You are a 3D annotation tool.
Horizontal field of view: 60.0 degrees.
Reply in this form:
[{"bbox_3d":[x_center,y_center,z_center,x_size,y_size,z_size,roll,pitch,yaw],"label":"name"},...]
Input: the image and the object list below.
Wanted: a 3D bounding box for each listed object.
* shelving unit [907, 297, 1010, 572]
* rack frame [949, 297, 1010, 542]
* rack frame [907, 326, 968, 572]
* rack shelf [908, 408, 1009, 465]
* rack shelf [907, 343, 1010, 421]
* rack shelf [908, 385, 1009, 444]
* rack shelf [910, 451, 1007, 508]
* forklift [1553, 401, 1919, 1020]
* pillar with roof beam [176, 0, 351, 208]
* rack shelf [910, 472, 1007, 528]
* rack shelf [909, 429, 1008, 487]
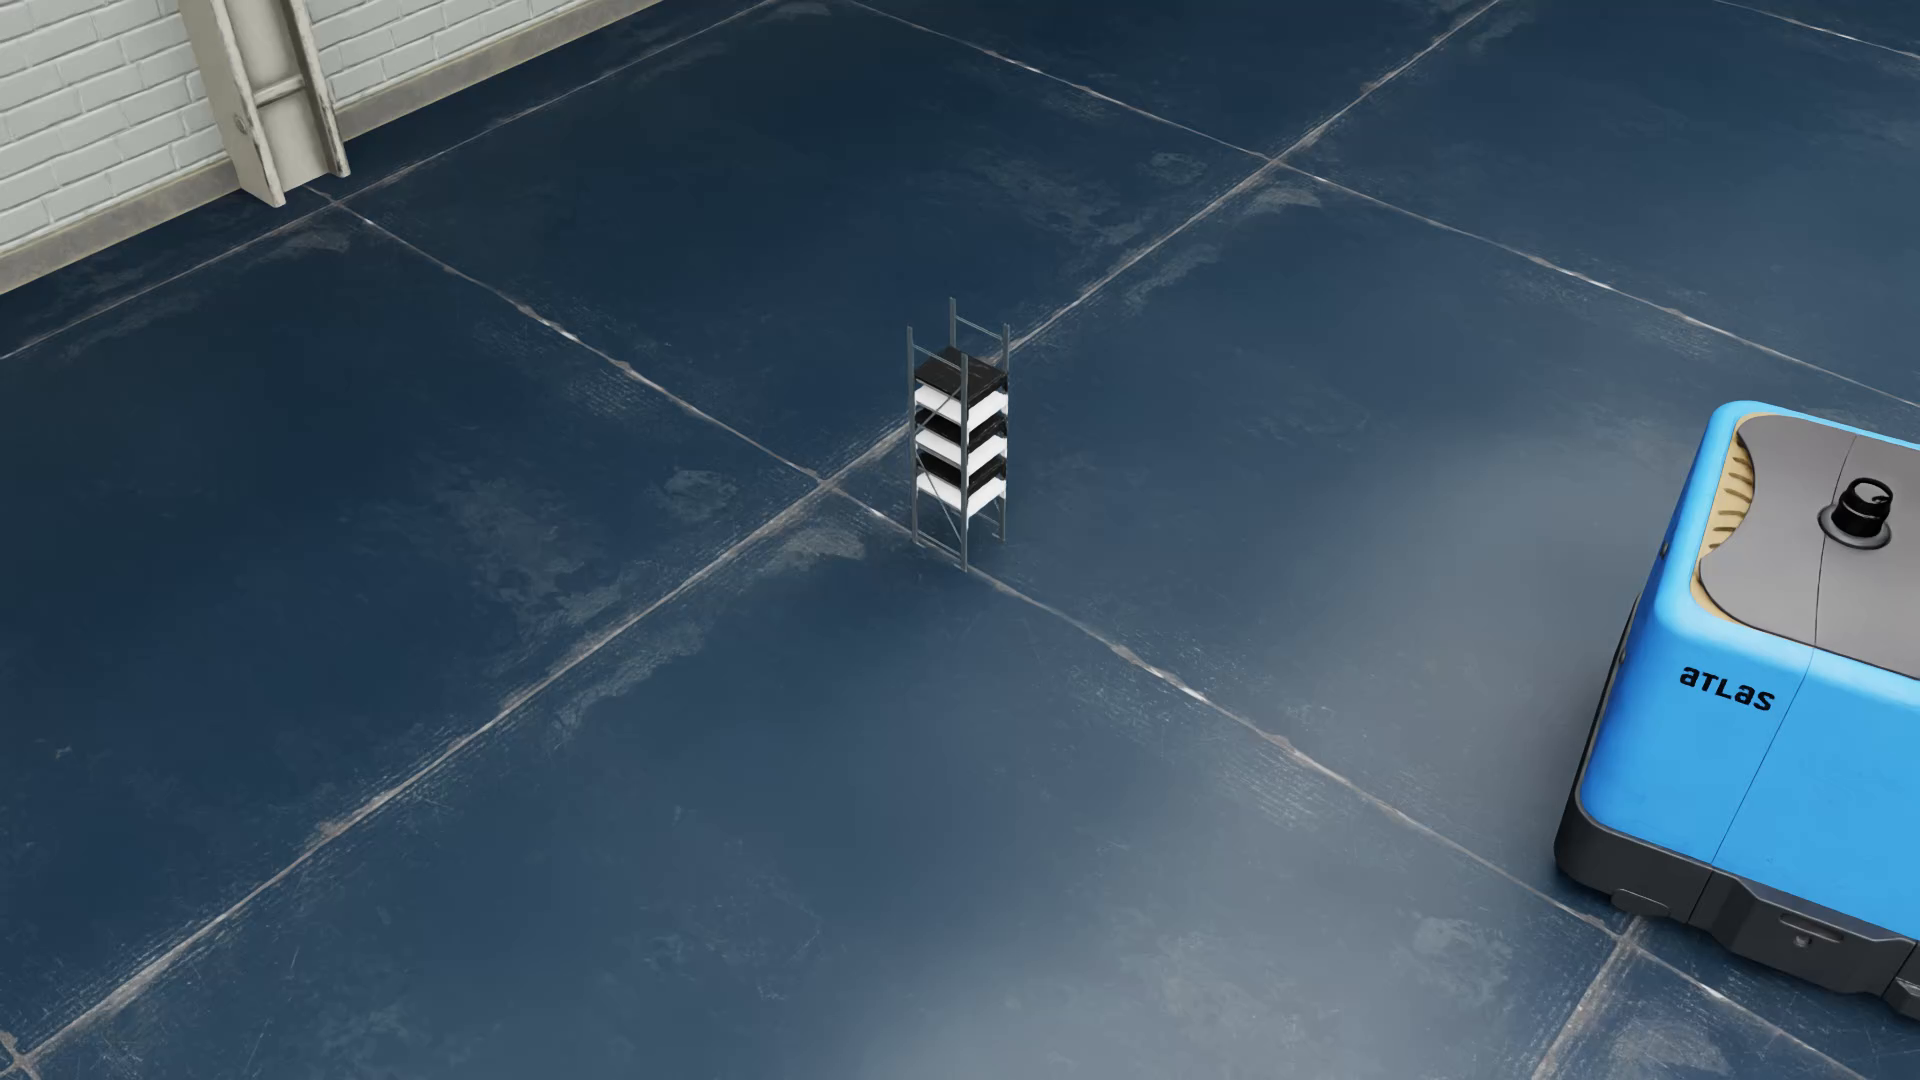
[{"bbox_3d":[-0.005,-0.329,5.443,0.258,0.900,0.210,29,50,28],"label":"shelving unit"},{"bbox_3d":[0.060,-0.381,5.500,0.240,0.900,0.006,29,50,28],"label":"rack frame"},{"bbox_3d":[-0.071,-0.276,5.385,0.240,0.900,0.006,29,50,28],"label":"rack frame"},{"bbox_3d":[-0.005,-0.371,5.405,0.258,0.077,0.200,29,50,28],"label":"rack shelf"},{"bbox_3d":[-0.005,-0.504,5.283,0.258,0.077,0.200,29,50,28],"label":"rack shelf"},{"bbox_3d":[-0.005,-0.437,5.344,0.258,0.077,0.200,29,50,28],"label":"rack shelf"},{"bbox_3d":[-0.005,-0.238,5.526,0.258,0.077,0.200,29,50,28],"label":"rack shelf"},{"bbox_3d":[3.216,0.049,3.517,3.031,2.935,1.130,19,46,20],"label":"forklift"},{"bbox_3d":[0.274,-3.104,2.475,9.100,9.000,0.400,29,50,28],"label":"pillar with roof beam"},{"bbox_3d":[-0.005,-0.171,5.586,0.258,0.077,0.200,29,50,28],"label":"rack shelf"},{"bbox_3d":[-0.005,-0.304,5.465,0.258,0.077,0.200,29,50,28],"label":"rack shelf"}]
